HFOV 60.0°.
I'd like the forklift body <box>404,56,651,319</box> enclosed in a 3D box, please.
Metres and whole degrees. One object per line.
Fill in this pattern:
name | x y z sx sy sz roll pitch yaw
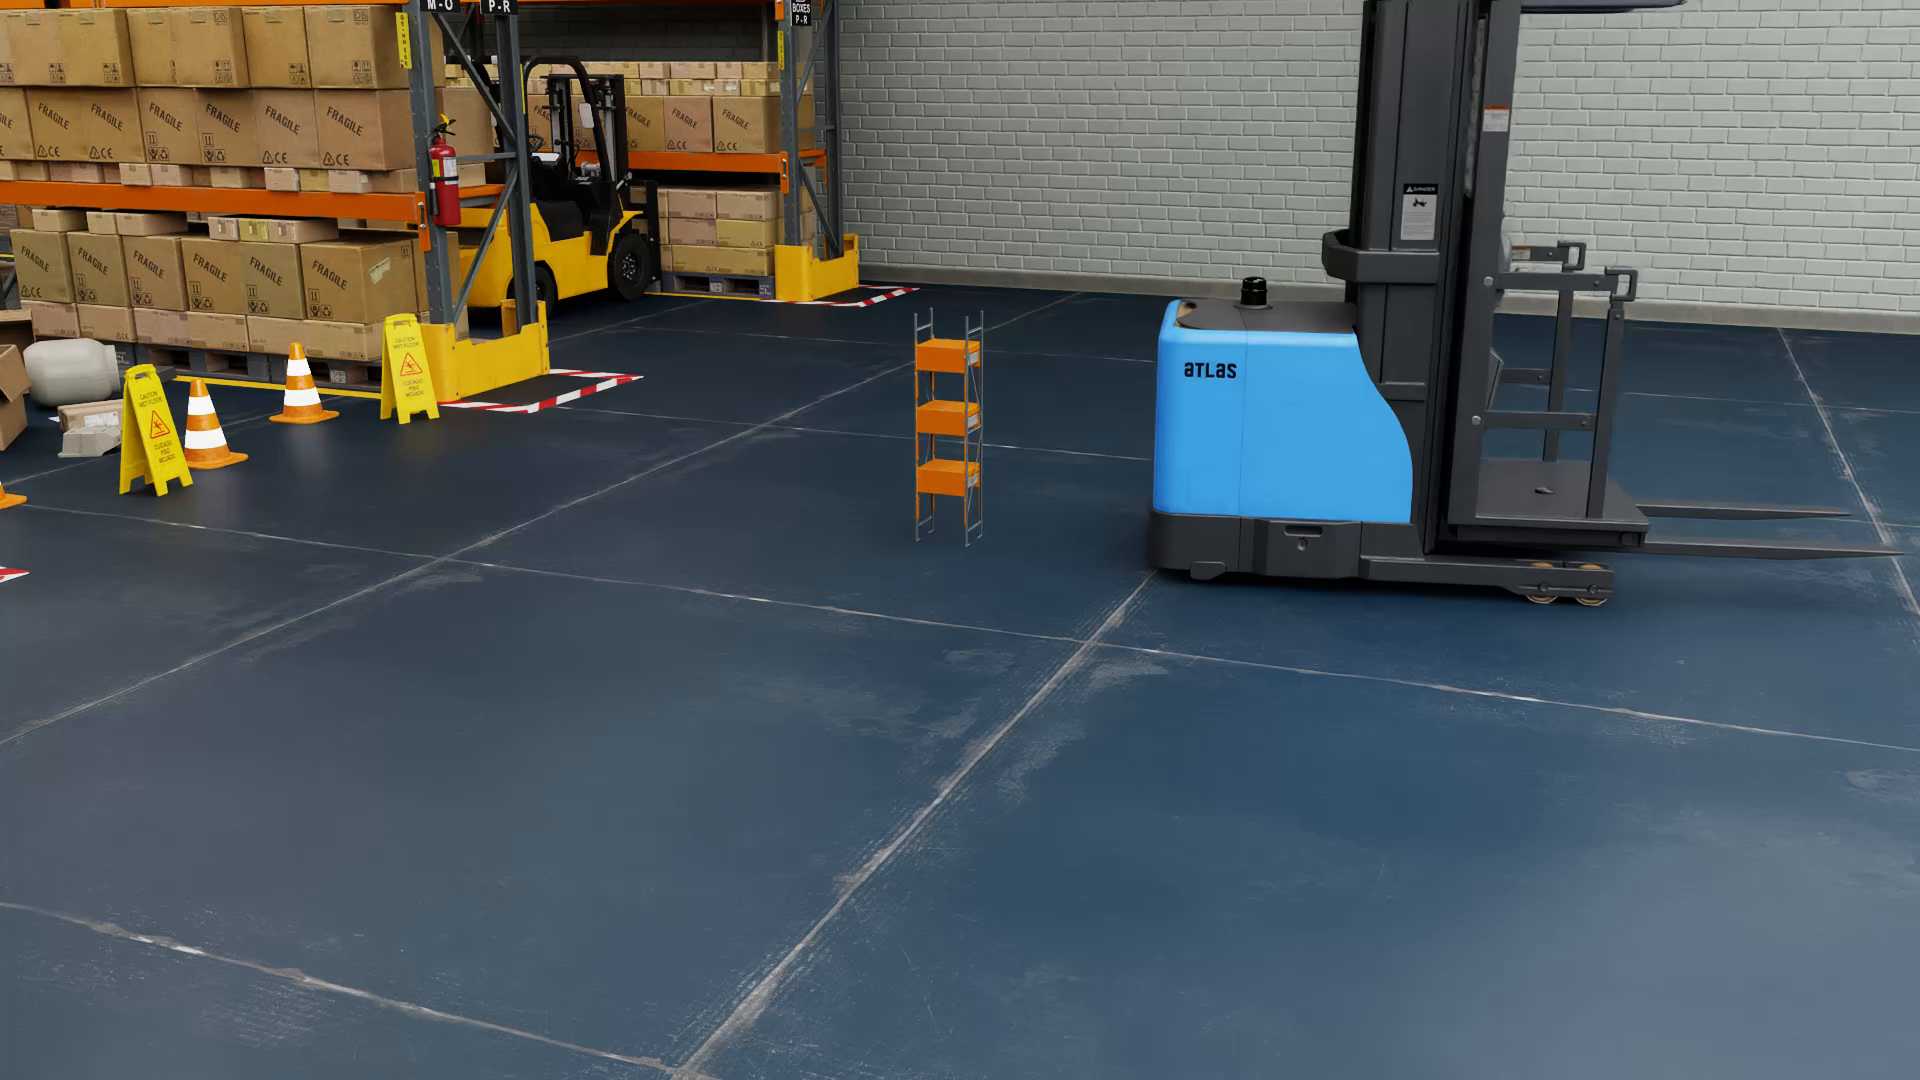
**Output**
forklift body | -3.793 -3.088 14.454 1.214 2.155 2.313 6 17 21

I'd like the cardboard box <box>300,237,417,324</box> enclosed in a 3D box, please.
cardboard box | -4.019 -1.743 11.131 0.500 0.500 0.500 6 17 21

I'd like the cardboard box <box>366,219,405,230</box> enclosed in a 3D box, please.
cardboard box | -5.571 -3.296 17.153 0.625 0.625 0.875 7 18 23

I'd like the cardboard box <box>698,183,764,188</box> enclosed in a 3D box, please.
cardboard box | -2.204 -3.285 15.994 0.500 0.250 0.500 6 17 21

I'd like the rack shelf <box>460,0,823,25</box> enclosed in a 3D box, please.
rack shelf | -3.221 -5.075 15.684 4.000 0.370 1.077 6 17 21

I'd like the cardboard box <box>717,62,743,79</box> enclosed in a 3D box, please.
cardboard box | -2.011 -4.277 15.149 0.250 0.149 0.380 6 17 21

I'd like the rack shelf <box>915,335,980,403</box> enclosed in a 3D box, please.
rack shelf | -0.050 -0.772 7.470 0.240 0.259 0.215 6 17 21

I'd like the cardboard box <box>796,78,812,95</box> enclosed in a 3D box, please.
cardboard box | -1.580 -4.237 15.544 0.250 0.149 0.380 6 17 19

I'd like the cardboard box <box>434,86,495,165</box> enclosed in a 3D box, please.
cardboard box | -3.517 -2.799 11.221 0.500 0.500 0.500 6 17 20

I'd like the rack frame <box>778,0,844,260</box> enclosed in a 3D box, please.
rack frame | -1.360 -3.775 15.298 0.127 3.000 1.000 6 17 21

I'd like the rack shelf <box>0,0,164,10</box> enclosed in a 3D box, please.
rack shelf | -10.663 -5.893 18.503 4.000 0.370 1.077 6 17 21

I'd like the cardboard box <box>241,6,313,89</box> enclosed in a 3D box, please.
cardboard box | -4.201 -3.208 10.837 0.500 0.500 0.700 6 17 21

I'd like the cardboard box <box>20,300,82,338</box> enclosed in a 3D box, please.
cardboard box | -6.449 -1.647 12.147 0.500 0.250 0.500 5 17 18

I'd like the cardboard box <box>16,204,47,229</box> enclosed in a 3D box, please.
cardboard box | -10.224 -3.689 18.731 0.500 0.500 0.500 7 18 23

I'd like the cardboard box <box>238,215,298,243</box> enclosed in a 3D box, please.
cardboard box | -4.618 -2.101 11.202 0.250 0.149 0.380 7 17 22

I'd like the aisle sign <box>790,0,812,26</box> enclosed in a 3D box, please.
aisle sign | -1.407 -4.941 14.650 0.004 0.787 0.394 6 17 21

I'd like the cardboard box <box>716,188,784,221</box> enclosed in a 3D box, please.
cardboard box | -1.903 -3.103 15.367 0.500 0.250 0.500 7 18 22

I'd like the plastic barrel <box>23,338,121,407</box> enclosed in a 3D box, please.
plastic barrel | -5.655 -1.069 10.596 0.512 0.421 0.421 -9 18 -27

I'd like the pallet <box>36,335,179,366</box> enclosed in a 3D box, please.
pallet | -6.261 -1.498 12.455 1.213 0.211 1.003 6 17 21

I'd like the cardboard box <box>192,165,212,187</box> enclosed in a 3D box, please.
cardboard box | -5.019 -2.511 11.394 0.250 0.149 0.380 6 17 21

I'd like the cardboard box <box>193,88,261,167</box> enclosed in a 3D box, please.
cardboard box | -4.712 -2.767 11.111 0.500 0.500 0.500 6 17 20

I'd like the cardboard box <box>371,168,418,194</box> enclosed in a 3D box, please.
cardboard box | -3.604 -2.350 10.837 0.250 0.149 0.380 7 18 22

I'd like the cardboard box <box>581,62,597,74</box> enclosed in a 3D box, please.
cardboard box | -3.428 -4.445 15.729 0.250 0.149 0.380 6 17 21

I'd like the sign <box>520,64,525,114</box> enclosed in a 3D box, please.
sign | -2.979 -3.044 11.226 0.005 0.325 0.100 6 17 21

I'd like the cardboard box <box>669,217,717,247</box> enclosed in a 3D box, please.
cardboard box | -2.390 -2.919 15.631 0.500 0.250 0.500 6 17 20

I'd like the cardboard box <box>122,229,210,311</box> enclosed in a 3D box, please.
cardboard box | -5.465 -1.902 11.680 0.500 0.500 0.500 7 18 24

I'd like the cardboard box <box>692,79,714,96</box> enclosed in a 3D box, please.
cardboard box | -2.253 -4.158 15.275 0.250 0.149 0.380 7 17 22

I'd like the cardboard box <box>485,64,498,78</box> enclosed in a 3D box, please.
cardboard box | -4.377 -4.550 16.090 0.250 0.149 0.380 6 17 20

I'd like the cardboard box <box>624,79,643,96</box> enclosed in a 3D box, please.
cardboard box | -2.988 -4.222 15.495 0.250 0.149 0.380 6 17 21

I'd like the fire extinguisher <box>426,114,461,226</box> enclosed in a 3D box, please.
fire extinguisher | -3.240 -2.319 10.421 0.183 0.674 0.296 6 17 21

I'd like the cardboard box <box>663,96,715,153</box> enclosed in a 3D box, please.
cardboard box | -2.393 -3.861 15.413 0.500 0.500 0.500 7 18 22

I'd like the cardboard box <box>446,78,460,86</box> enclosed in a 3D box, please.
cardboard box | -4.881 -4.443 16.255 0.250 0.149 0.380 6 17 20

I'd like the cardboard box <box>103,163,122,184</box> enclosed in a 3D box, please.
cardboard box | -5.734 -2.575 11.615 0.250 0.149 0.380 6 17 20

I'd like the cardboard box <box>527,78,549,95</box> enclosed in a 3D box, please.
cardboard box | -3.941 -4.326 15.852 0.250 0.149 0.380 6 17 20

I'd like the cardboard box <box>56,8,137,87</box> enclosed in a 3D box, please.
cardboard box | -5.645 -3.350 11.327 0.500 0.500 0.700 6 17 19

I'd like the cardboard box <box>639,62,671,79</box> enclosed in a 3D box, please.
cardboard box | -2.752 -4.339 15.364 0.250 0.149 0.380 7 18 22

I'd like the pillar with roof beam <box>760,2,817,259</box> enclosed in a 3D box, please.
pillar with roof beam | -3.257 -5.845 11.666 0.400 9.000 9.100 6 17 21

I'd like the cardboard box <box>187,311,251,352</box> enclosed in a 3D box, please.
cardboard box | -4.996 -1.489 11.600 0.500 0.250 0.500 6 17 19

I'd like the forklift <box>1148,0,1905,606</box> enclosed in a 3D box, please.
forklift | 2.365 -1.299 6.890 3.031 2.935 1.130 3 16 9

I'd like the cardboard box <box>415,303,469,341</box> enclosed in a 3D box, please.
cardboard box | -3.827 -1.523 11.718 0.500 0.250 0.500 6 17 20

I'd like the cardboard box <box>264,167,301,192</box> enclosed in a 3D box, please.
cardboard box | -4.362 -2.397 11.001 0.250 0.149 0.380 7 17 22

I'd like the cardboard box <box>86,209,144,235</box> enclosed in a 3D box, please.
cardboard box | -5.876 -2.239 11.675 0.250 0.149 0.380 7 18 23

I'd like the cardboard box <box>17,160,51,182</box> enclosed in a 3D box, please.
cardboard box | -6.469 -2.648 11.866 0.250 0.149 0.380 7 18 22

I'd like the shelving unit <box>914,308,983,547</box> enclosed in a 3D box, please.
shelving unit | -0.050 -0.510 7.546 0.252 1.050 0.215 6 17 21

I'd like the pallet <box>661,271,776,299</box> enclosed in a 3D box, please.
pallet | -2.087 -2.503 15.918 1.213 0.211 1.003 6 17 21

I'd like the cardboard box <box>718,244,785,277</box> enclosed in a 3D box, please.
cardboard box | -1.913 -2.623 15.506 0.500 0.250 0.500 6 17 21

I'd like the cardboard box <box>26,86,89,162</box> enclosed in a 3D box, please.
cardboard box | -6.116 -2.925 11.656 0.500 0.500 0.500 6 17 20

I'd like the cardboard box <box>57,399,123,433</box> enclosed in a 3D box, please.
cardboard box | -5.138 -0.728 9.916 0.380 0.149 0.250 -12 20 -37

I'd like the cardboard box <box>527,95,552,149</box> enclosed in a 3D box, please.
cardboard box | -3.802 -4.019 15.957 0.500 0.500 0.500 6 17 20

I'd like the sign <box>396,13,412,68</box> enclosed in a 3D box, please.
sign | -3.400 -3.053 10.168 0.005 0.325 0.100 6 17 21

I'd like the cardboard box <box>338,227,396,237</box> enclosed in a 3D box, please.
cardboard box | -4.337 -1.938 11.802 0.500 0.500 0.500 6 17 19

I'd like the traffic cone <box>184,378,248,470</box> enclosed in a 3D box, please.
traffic cone | -4.142 -0.656 9.103 0.334 0.463 0.336 6 17 21

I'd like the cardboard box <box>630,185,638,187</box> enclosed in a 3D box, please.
cardboard box | -3.322 -3.256 15.895 0.500 0.250 0.500 6 17 20

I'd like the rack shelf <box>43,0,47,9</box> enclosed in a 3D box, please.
rack shelf | -8.759 -4.196 12.658 4.000 0.370 1.077 6 17 21

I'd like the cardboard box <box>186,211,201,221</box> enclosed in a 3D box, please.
cardboard box | -8.227 -3.587 18.157 0.625 0.625 0.875 7 18 22
